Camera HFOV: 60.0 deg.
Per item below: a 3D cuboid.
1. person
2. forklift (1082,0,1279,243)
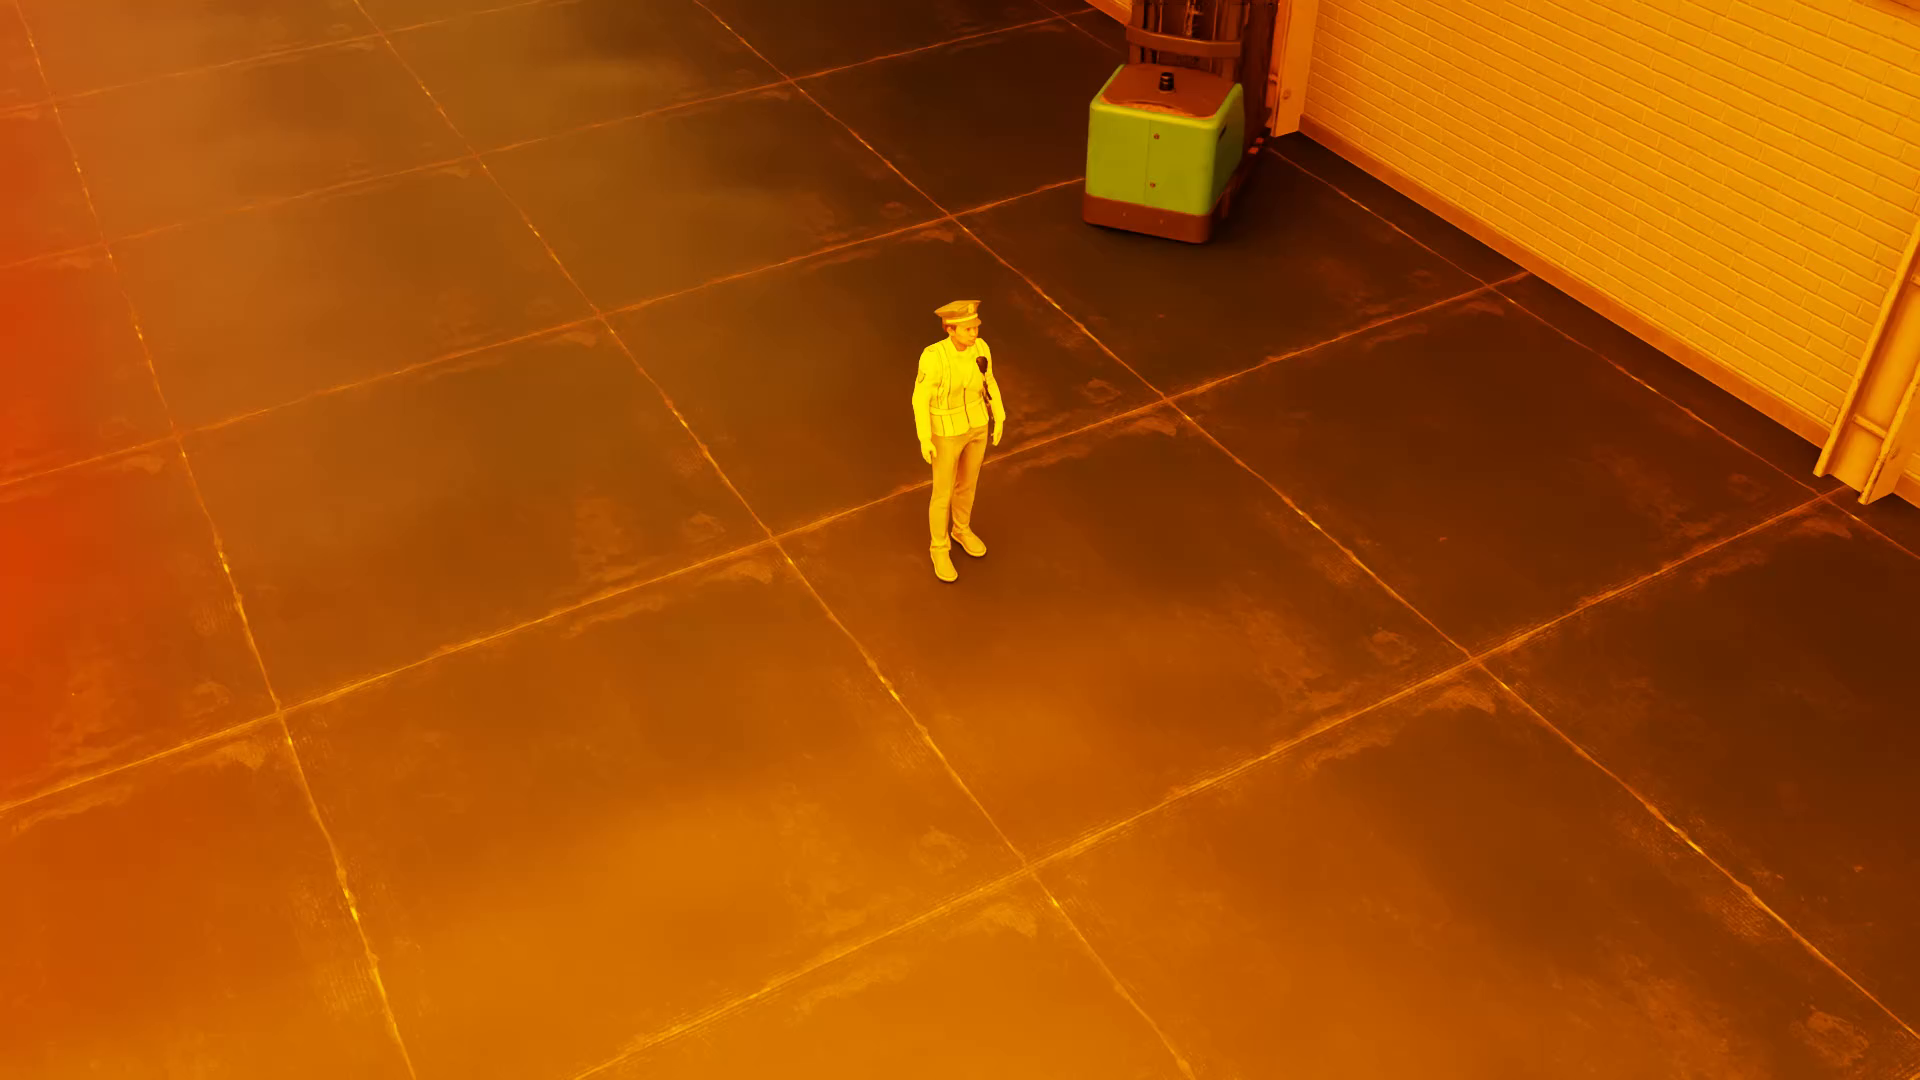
[{"bbox_3d":[0.029,-0.617,9.738,0.586,1.694,0.530,-20,44,-23],"label":"person"},{"bbox_3d":[1.997,-4.395,13.335,1.130,2.935,3.031,14,42,17],"label":"forklift"}]
